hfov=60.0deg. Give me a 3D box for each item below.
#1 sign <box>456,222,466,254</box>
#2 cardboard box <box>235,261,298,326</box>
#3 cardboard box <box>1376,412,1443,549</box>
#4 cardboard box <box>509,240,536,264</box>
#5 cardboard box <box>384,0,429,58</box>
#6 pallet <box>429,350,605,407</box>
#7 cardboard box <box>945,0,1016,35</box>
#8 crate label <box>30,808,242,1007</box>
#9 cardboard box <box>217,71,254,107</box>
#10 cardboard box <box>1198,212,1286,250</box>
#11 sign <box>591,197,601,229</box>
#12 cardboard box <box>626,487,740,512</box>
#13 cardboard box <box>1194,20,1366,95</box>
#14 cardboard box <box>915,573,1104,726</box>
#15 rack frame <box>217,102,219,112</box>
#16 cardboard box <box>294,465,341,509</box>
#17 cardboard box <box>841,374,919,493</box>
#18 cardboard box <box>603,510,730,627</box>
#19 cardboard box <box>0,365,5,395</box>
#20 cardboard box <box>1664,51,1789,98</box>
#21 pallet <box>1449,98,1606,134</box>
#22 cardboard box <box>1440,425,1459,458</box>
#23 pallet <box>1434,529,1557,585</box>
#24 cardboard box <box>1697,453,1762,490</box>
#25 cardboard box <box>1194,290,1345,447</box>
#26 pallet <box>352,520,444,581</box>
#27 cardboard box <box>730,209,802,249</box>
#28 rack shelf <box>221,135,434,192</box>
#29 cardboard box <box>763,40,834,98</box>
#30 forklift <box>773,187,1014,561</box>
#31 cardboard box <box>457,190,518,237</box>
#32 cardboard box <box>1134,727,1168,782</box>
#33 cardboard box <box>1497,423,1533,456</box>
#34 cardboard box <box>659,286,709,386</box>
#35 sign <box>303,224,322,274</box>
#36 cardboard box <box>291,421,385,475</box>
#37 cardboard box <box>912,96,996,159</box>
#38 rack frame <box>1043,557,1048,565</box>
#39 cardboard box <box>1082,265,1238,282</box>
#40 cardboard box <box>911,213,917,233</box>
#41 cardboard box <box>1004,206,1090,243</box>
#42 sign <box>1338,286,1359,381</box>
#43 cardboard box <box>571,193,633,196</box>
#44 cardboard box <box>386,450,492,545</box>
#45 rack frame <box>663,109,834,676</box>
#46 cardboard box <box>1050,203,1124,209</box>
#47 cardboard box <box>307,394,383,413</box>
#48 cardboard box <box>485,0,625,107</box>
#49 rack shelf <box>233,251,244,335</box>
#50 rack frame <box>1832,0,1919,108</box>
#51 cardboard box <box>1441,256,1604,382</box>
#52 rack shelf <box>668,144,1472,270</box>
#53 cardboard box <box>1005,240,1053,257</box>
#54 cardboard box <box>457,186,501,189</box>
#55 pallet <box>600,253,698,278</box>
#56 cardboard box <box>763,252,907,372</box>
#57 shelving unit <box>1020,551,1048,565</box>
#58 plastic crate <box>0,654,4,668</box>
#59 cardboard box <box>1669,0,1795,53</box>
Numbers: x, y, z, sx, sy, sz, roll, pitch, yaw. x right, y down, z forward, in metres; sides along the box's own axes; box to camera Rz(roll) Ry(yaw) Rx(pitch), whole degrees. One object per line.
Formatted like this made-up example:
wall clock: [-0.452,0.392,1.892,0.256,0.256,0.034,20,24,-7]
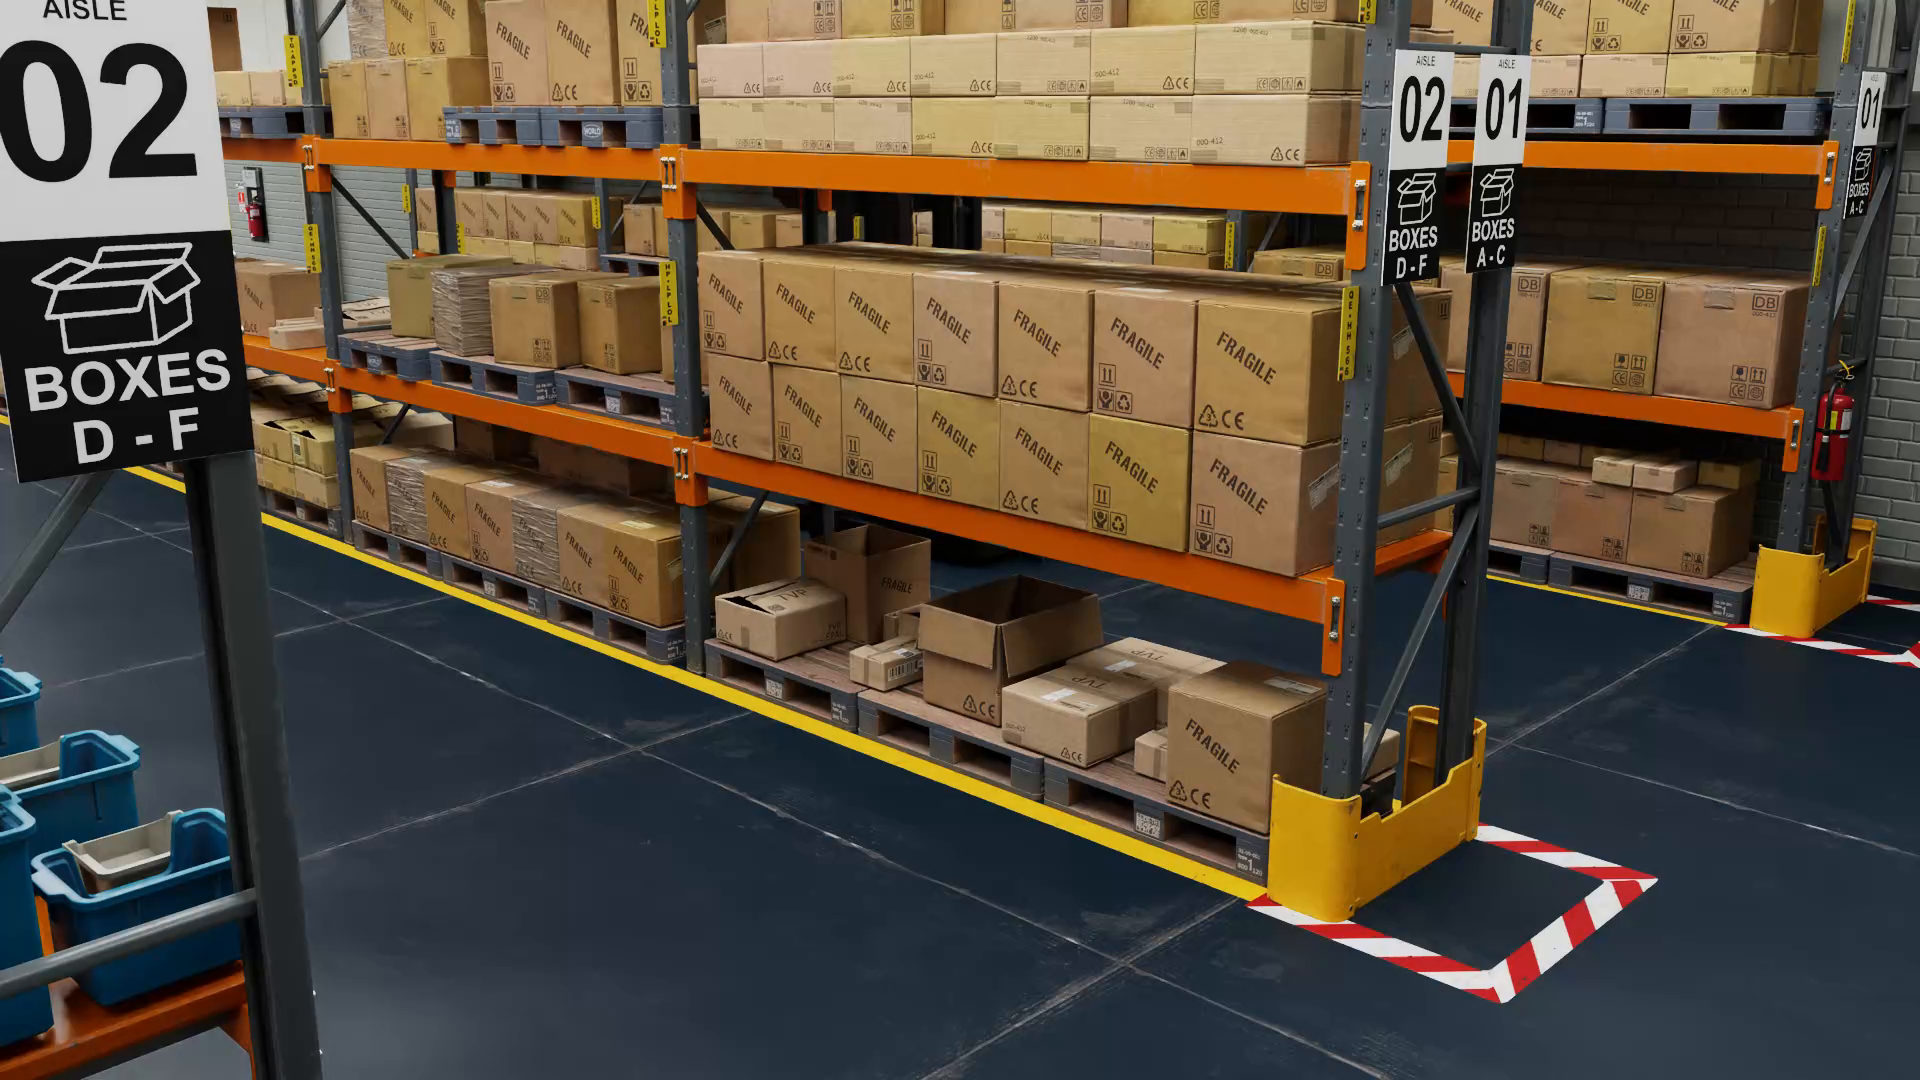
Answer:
sign: [-3.624,-2.131,12.023,0.005,0.325,0.100,14,20,42]
cardboard box: [-5.592,-1.940,13.231,0.500,0.500,0.500,14,20,42]
cardboard box: [1.628,-0.283,6.870,0.500,0.500,0.500,-14,20,-43]
cardboard box: [-4.715,-3.248,18.705,0.500,0.250,0.500,14,20,42]
cardboard box: [-3.317,-3.326,10.617,0.500,0.500,0.500,14,20,42]
pallet: [-2.591,-1.077,10.496,1.213,0.211,1.003,14,20,42]
cardboard box: [0.353,-2.455,7.275,0.500,0.500,0.700,14,20,42]
crate label: [-1.625,0.739,3.362,0.303,0.233,0.416,14,20,42]
cardboard box: [-5.154,-3.351,12.359,0.500,0.250,0.500,13,20,41]
cardboard box: [2.171,-2.401,12.884,0.500,0.250,0.500,-14,20,-42]
sign: [-3.809,-3.428,17.422,0.005,0.325,0.100,14,20,42]
cardboard box: [-1.686,-0.032,10.193,0.500,0.500,0.500,14,20,43]
cardboard box: [1.218,-1.773,6.146,0.500,0.250,0.500,14,20,42]
cardboard box: [0.241,0.514,8.089,0.637,0.503,0.797,14,20,42]
rack frame: [-1.676,-2.114,2.196,0.127,3.000,1.000,14,20,42]
cardboard box: [-4.542,-0.429,12.252,0.500,0.250,0.500,-14,20,-43]
cardboard box: [-0.208,-0.542,7.864,0.500,0.500,0.500,14,20,42]
cardboard box: [-1.669,0.153,9.479,0.500,0.500,0.500,14,20,42]
cardboard box: [-9.522,-1.647,16.926,0.500,0.250,0.500,14,20,42]
cardboard box: [4.489,-2.719,9.736,0.500,0.250,0.500,-14,20,-42]
pallet: [3.777,-2.759,10.798,1.213,0.211,1.003,14,20,42]
cardboard box: [3.284,-0.682,11.440,0.250,0.149,0.380,13,19,41]
pallet: [3.696,0.001,11.508,1.213,0.211,1.003,14,20,42]
cardboard box: [4.856,-0.435,10.491,0.250,0.149,0.380,14,20,43]
cardboard box: [1.253,-0.669,6.370,0.500,0.500,0.500,13,20,42]
pallet: [-3.483,-0.022,11.598,1.213,0.211,1.003,14,20,42]
cardboard box: [-1.816,-2.965,16.290,0.500,0.500,0.700,14,20,42]
rack shelf: [-5.434,-2.962,12.830,4.000,0.370,1.077,14,20,42]
cardboard box: [-0.576,-2.212,7.831,0.500,0.250,0.500,14,20,42]
forklift: [-0.643,-1.563,12.119,3.031,2.935,1.130,13,19,40]
cardboard box: [-5.466,-3.791,19.303,0.500,0.500,0.500,13,19,40]
cardboard box: [0.973,0.912,7.231,0.250,0.166,0.380,14,20,42]
cardboard box: [3.760,-0.701,11.511,0.250,0.149,0.380,13,20,41]
cardboard box: [-1.301,-1.184,9.496,0.500,0.500,0.700,7,16,24]
sign: [-4.377,-1.968,11.239,0.005,0.325,0.100,14,20,42]
cardboard box: [-4.542,-0.700,12.178,0.500,0.311,0.500,-14,20,-43]
cardboard box: [0.142,-1.795,7.220,0.500,0.250,0.500,14,20,42]
rack frame: [0.643,-0.291,11.263,0.006,0.900,0.240,13,19,40]
cardboard box: [0.890,-0.945,7.429,0.500,0.500,0.500,14,20,43]
cardboard box: [-0.390,-2.842,14.577,0.500,0.250,0.500,-14,20,-43]
cardboard box: [0.711,-2.578,13.564,0.500,0.250,0.500,13,20,41]
sign: [1.365,-0.725,5.842,0.005,0.325,0.100,14,20,42]
cardboard box: [-4.001,-3.620,18.647,0.500,0.500,0.500,14,20,42]
cardboard box: [-3.484,-0.290,11.182,0.500,0.500,0.500,13,19,40]
rack frame: [-1.115,-0.809,9.088,0.127,3.000,1.000,14,20,42]
cardboard box: [1.052,-2.671,13.918,0.500,0.250,0.500,13,19,41]
cardboard box: [-4.917,-0.978,13.245,0.500,0.311,0.500,13,19,41]
cardboard box: [-2.388,-2.895,9.915,0.600,0.600,0.600,13,19,40]
rack shelf: [-3.116,-0.664,4.009,4.000,0.370,1.077,14,20,42]
rack frame: [5.200,-3.912,9.098,0.127,3.000,1.000,14,20,42]
cardboard box: [3.752,-1.502,11.151,0.700,0.700,0.980,12,19,40]
rack shelf: [0.325,-1.562,7.457,4.000,0.370,1.077,14,20,42]
cardboard box: [0.721,-2.209,13.634,0.500,0.500,0.500,-14,20,-43]
cardboard box: [-5.831,-4.065,20.354,0.500,0.500,0.500,13,20,42]
pallet: [-2.989,-2.856,17.324,1.213,0.211,1.003,14,20,42]
cardboard box: [-0.599,-1.117,8.090,0.500,0.500,0.500,13,19,40]
shelving unit: [0.567,-0.308,11.328,0.210,0.900,0.258,13,19,40]
plastic crate: [-2.789,0.456,4.448,0.300,0.233,0.416,14,20,42]
cardboard box: [4.484,-3.081,9.636,0.500,0.500,0.500,14,20,42]
